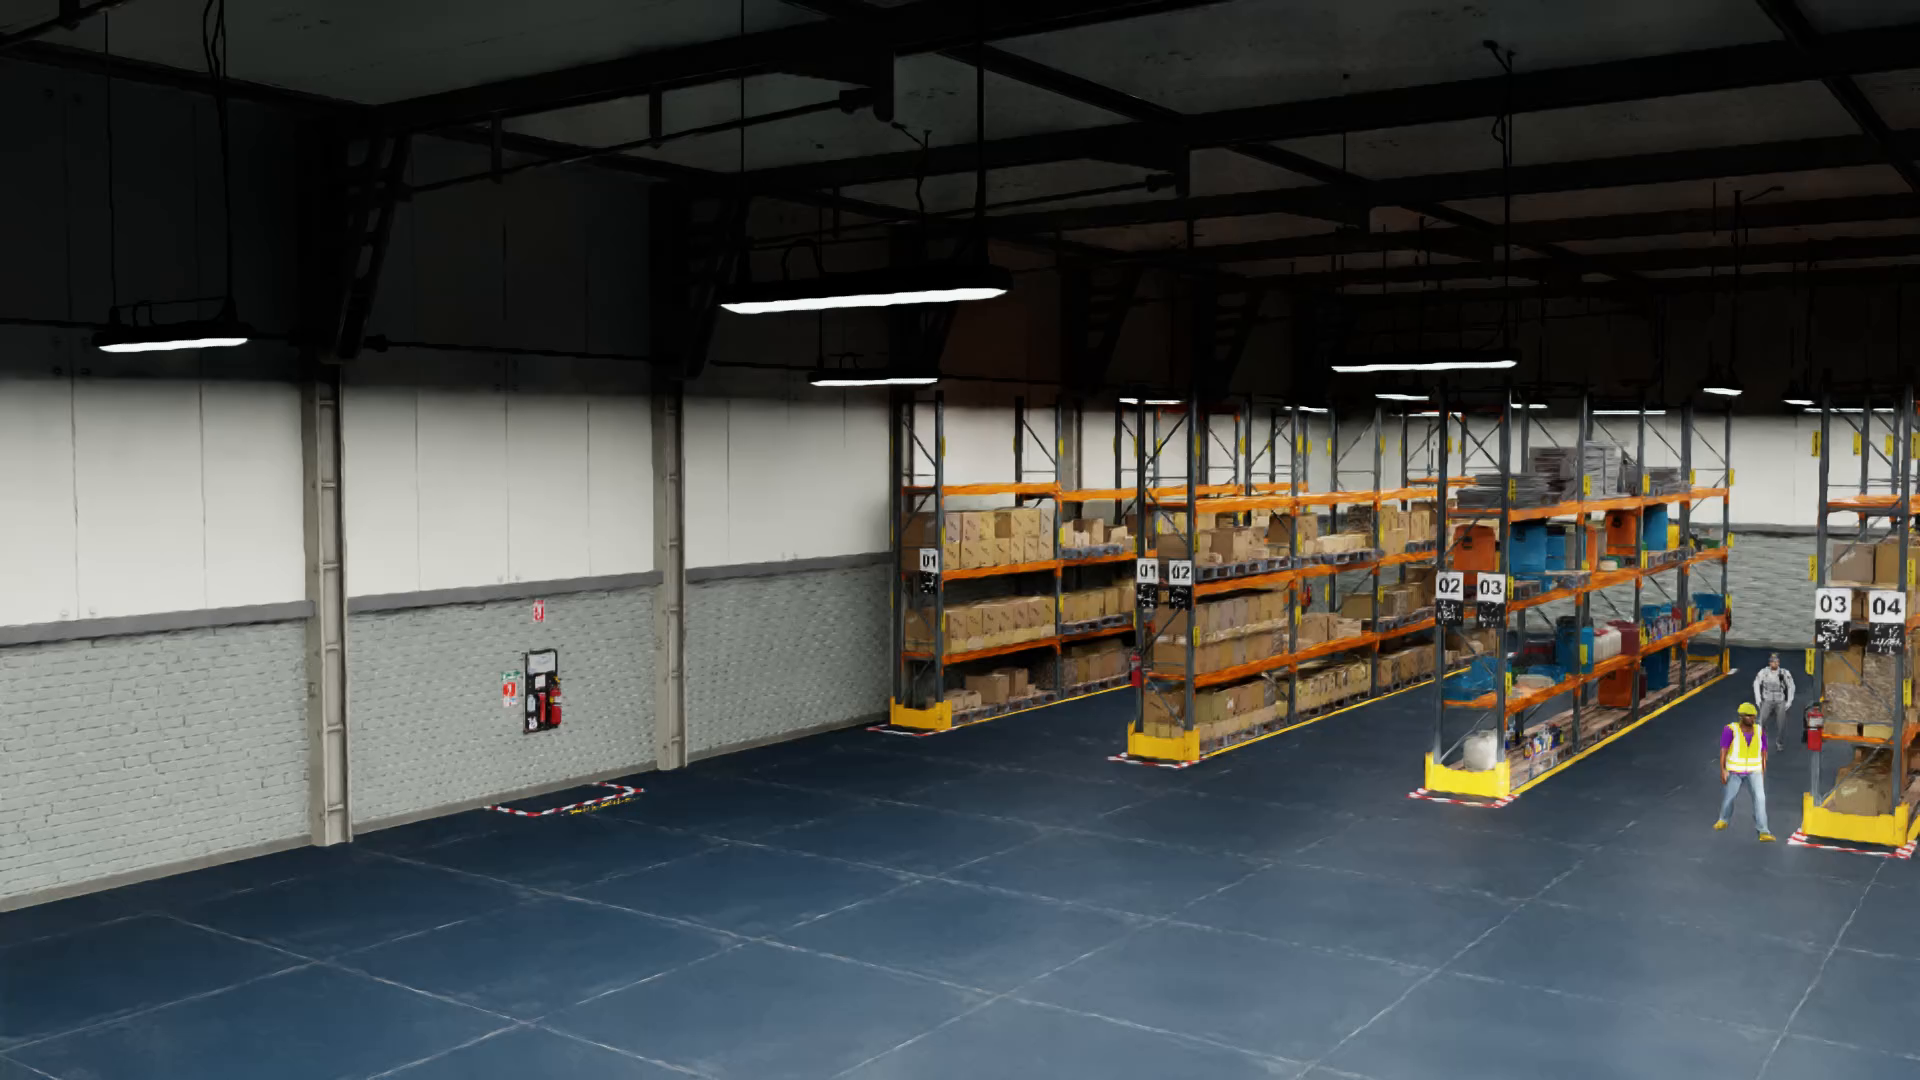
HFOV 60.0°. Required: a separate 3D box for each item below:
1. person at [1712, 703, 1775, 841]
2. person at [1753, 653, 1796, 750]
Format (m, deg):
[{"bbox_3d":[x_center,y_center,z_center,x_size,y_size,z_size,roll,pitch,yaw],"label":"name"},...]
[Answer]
[{"bbox_3d":[10.019,2.939,21.259,0.594,1.735,0.921,1,3,12],"label":"person"},{"bbox_3d":[13.420,2.651,27.421,0.634,1.629,0.507,2,4,33],"label":"person"}]
